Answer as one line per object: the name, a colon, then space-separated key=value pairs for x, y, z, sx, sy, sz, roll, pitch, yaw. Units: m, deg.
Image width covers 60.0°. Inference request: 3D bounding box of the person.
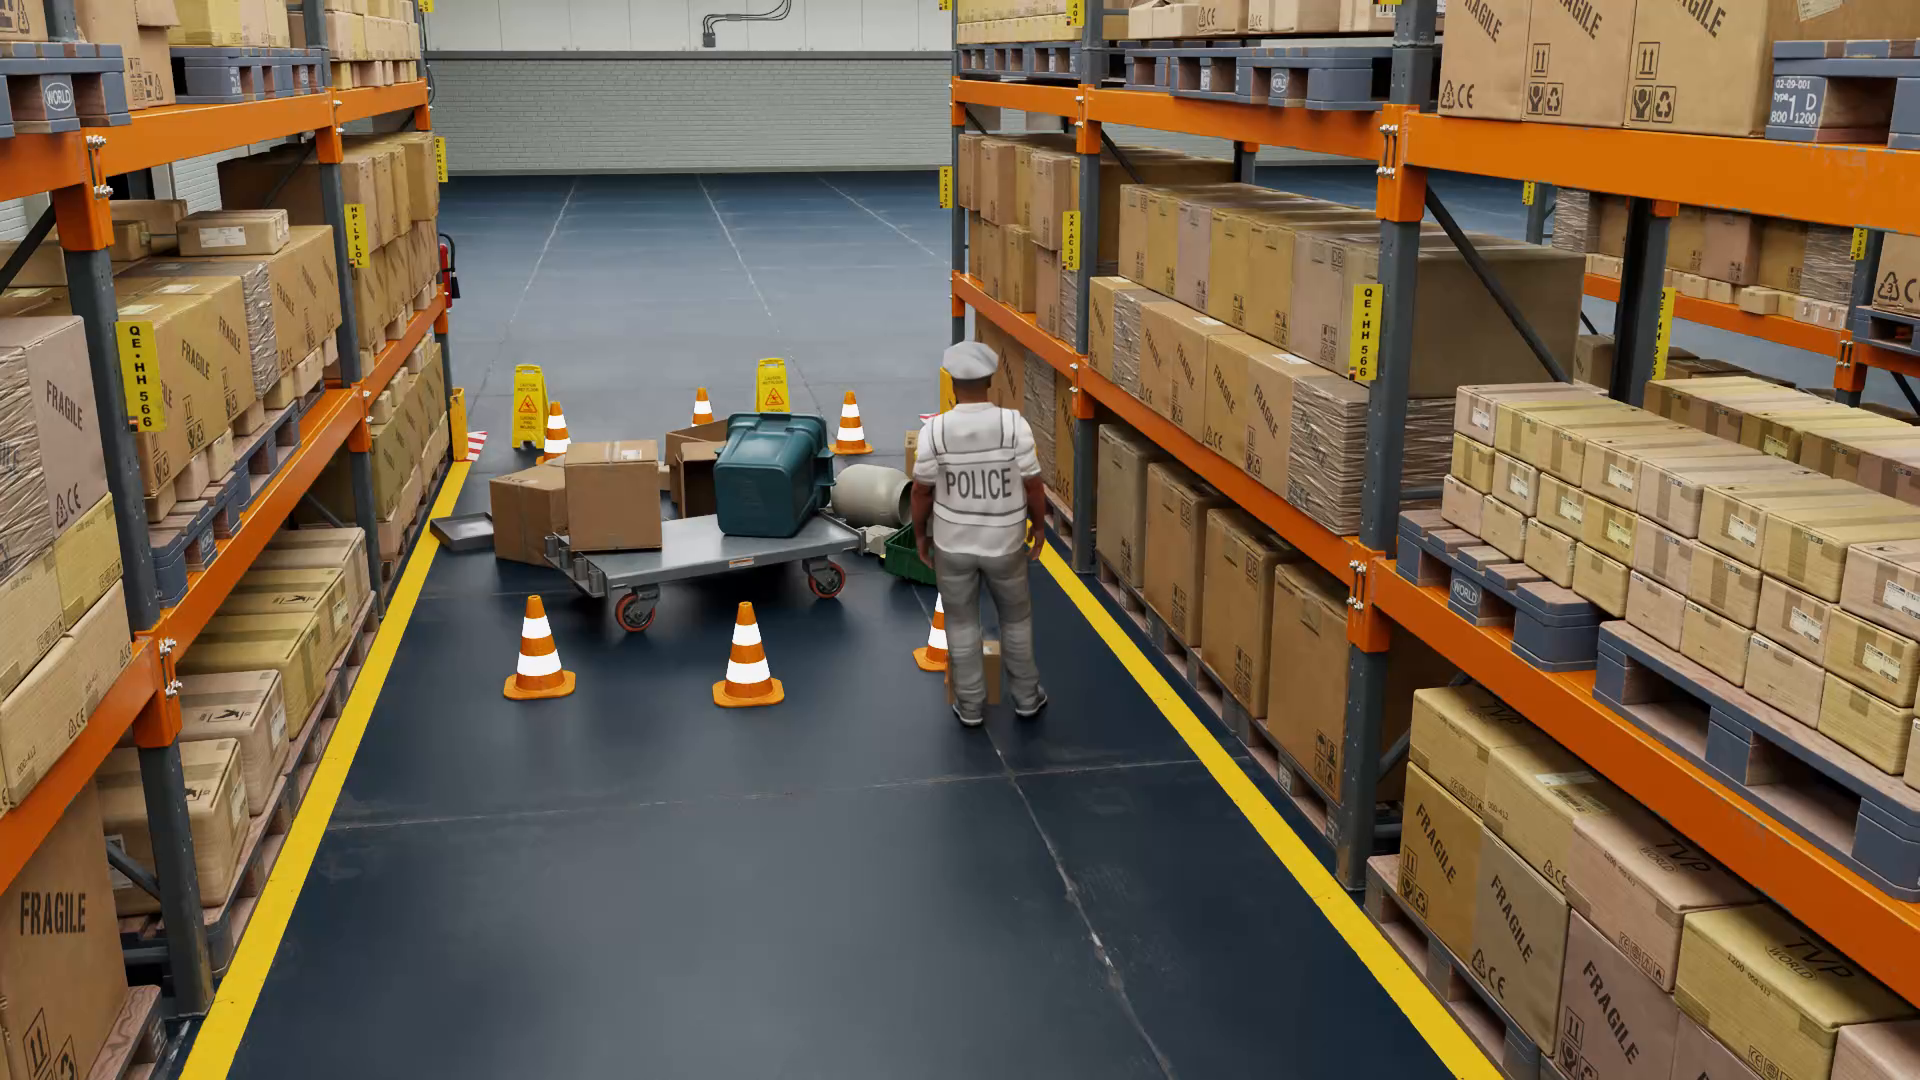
person: x=0.098 y=-0.032 z=7.544 sx=0.628 sy=1.782 sz=0.576 roll=0 pitch=16 yaw=1
